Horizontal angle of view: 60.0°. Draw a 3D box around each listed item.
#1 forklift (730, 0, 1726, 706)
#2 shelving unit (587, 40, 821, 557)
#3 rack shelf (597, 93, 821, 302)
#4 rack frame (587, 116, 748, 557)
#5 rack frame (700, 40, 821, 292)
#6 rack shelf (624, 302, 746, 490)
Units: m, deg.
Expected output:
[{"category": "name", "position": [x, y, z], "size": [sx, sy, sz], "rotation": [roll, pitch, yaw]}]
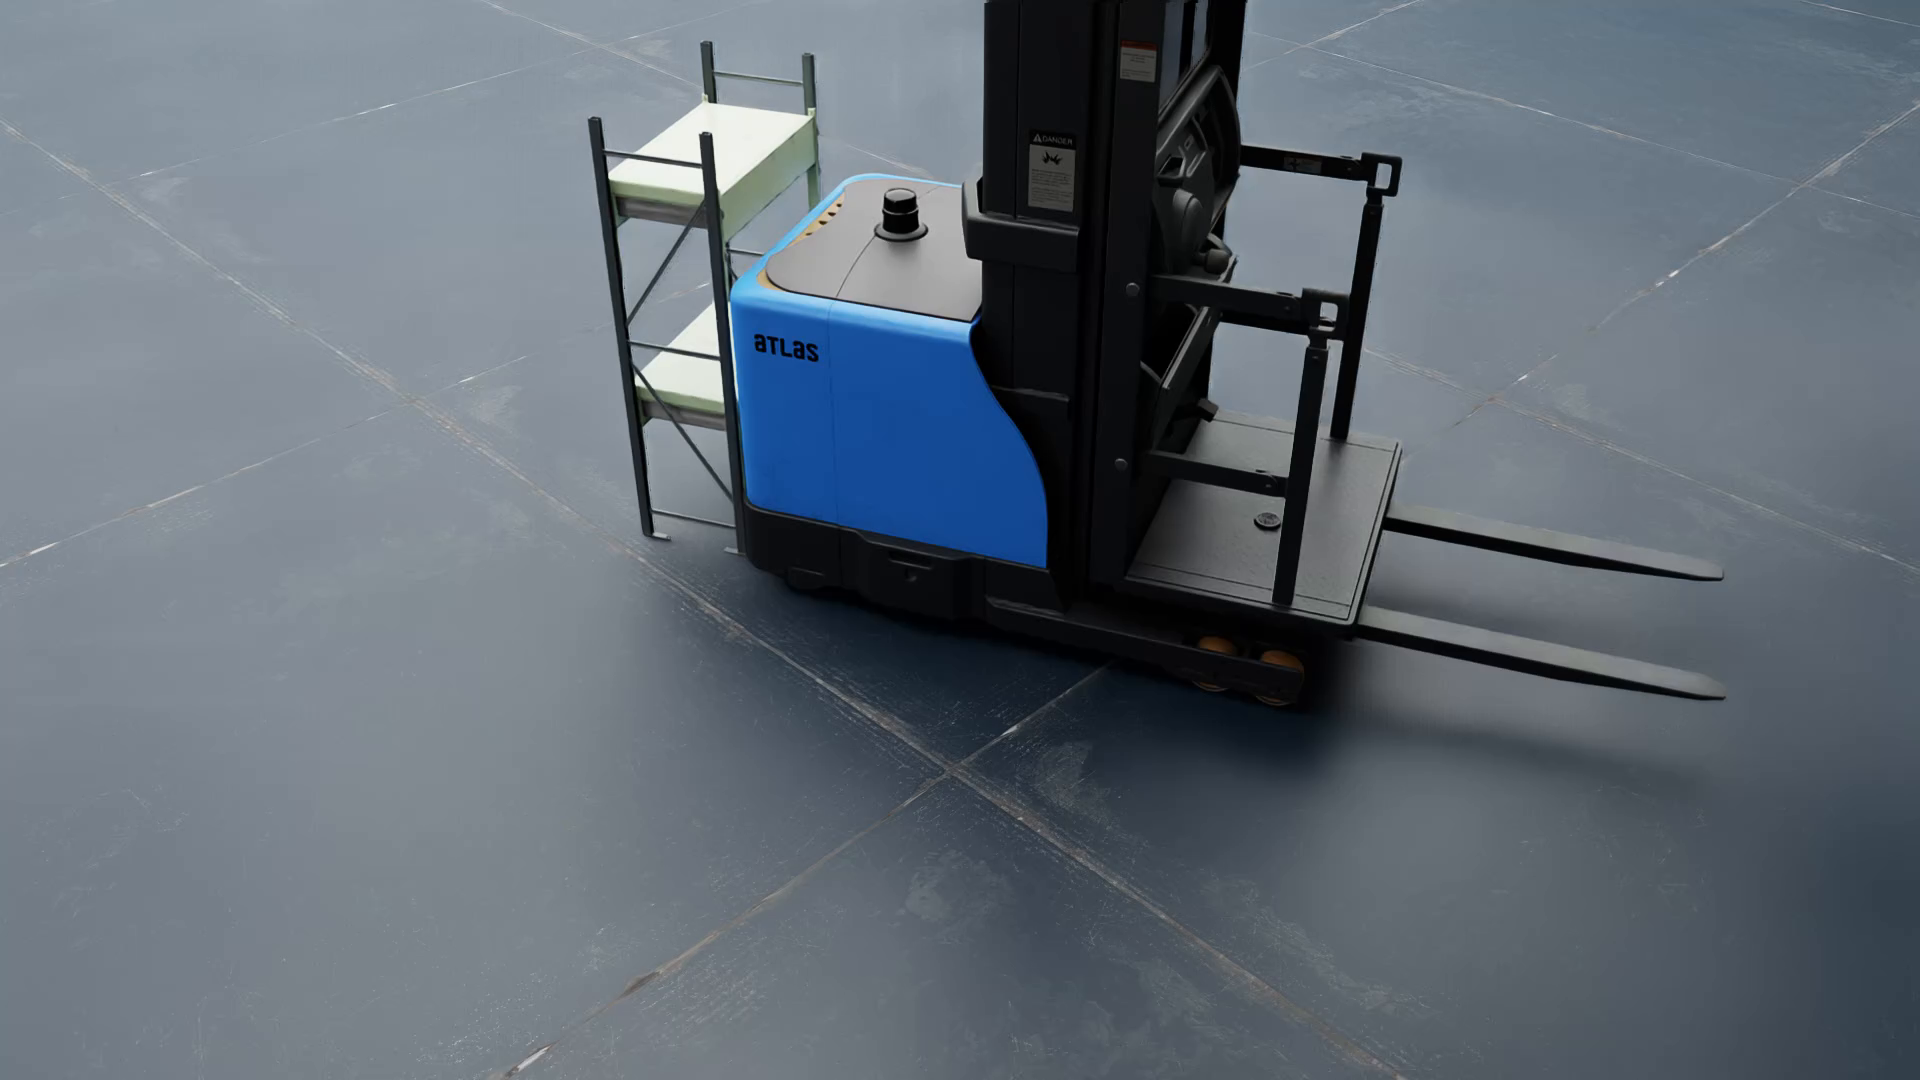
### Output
[{"category": "forklift", "position": [0.864, -1.045, 4.687], "size": [3.031, 2.935, 1.130], "rotation": [12, 37, 16]}, {"category": "shelving unit", "position": [-0.788, -0.797, 5.582], "size": [0.431, 1.500, 0.755], "rotation": [11, 36, 16]}, {"category": "rack shelf", "position": [-0.788, -1.117, 5.358], "size": [0.431, 0.370, 0.720], "rotation": [11, 36, 16]}, {"category": "rack frame", "position": [-0.910, -0.600, 5.299], "size": [0.400, 1.500, 0.023], "rotation": [11, 36, 16]}, {"category": "rack frame", "position": [-0.666, -0.994, 5.865], "size": [0.400, 1.500, 0.023], "rotation": [11, 36, 16]}, {"category": "rack shelf", "position": [-0.788, -0.530, 5.768], "size": [0.431, 0.370, 0.720], "rotation": [11, 36, 16]}]
